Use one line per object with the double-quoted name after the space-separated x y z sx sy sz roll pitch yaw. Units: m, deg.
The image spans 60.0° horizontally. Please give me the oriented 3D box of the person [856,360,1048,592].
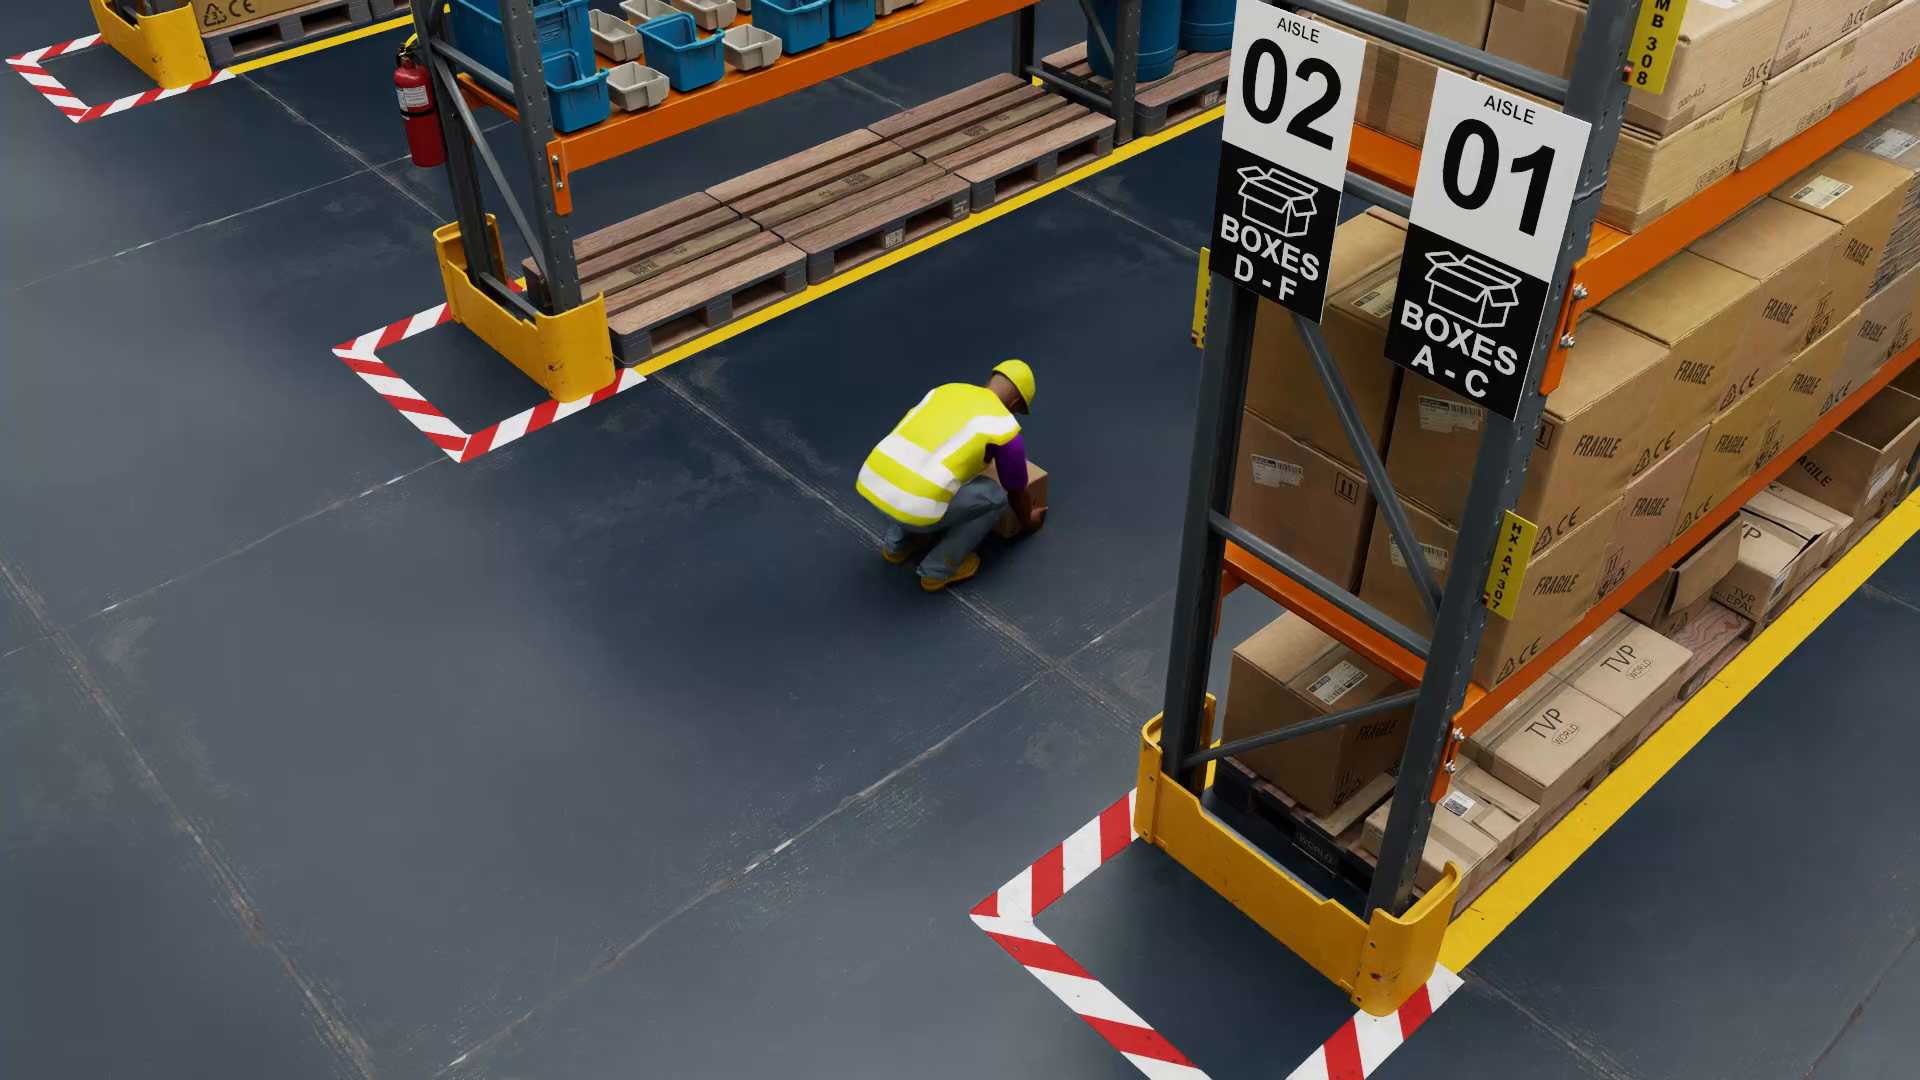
-0.025 -0.283 7.265 0.959 0.809 0.529 -31 49 -32 "person"
